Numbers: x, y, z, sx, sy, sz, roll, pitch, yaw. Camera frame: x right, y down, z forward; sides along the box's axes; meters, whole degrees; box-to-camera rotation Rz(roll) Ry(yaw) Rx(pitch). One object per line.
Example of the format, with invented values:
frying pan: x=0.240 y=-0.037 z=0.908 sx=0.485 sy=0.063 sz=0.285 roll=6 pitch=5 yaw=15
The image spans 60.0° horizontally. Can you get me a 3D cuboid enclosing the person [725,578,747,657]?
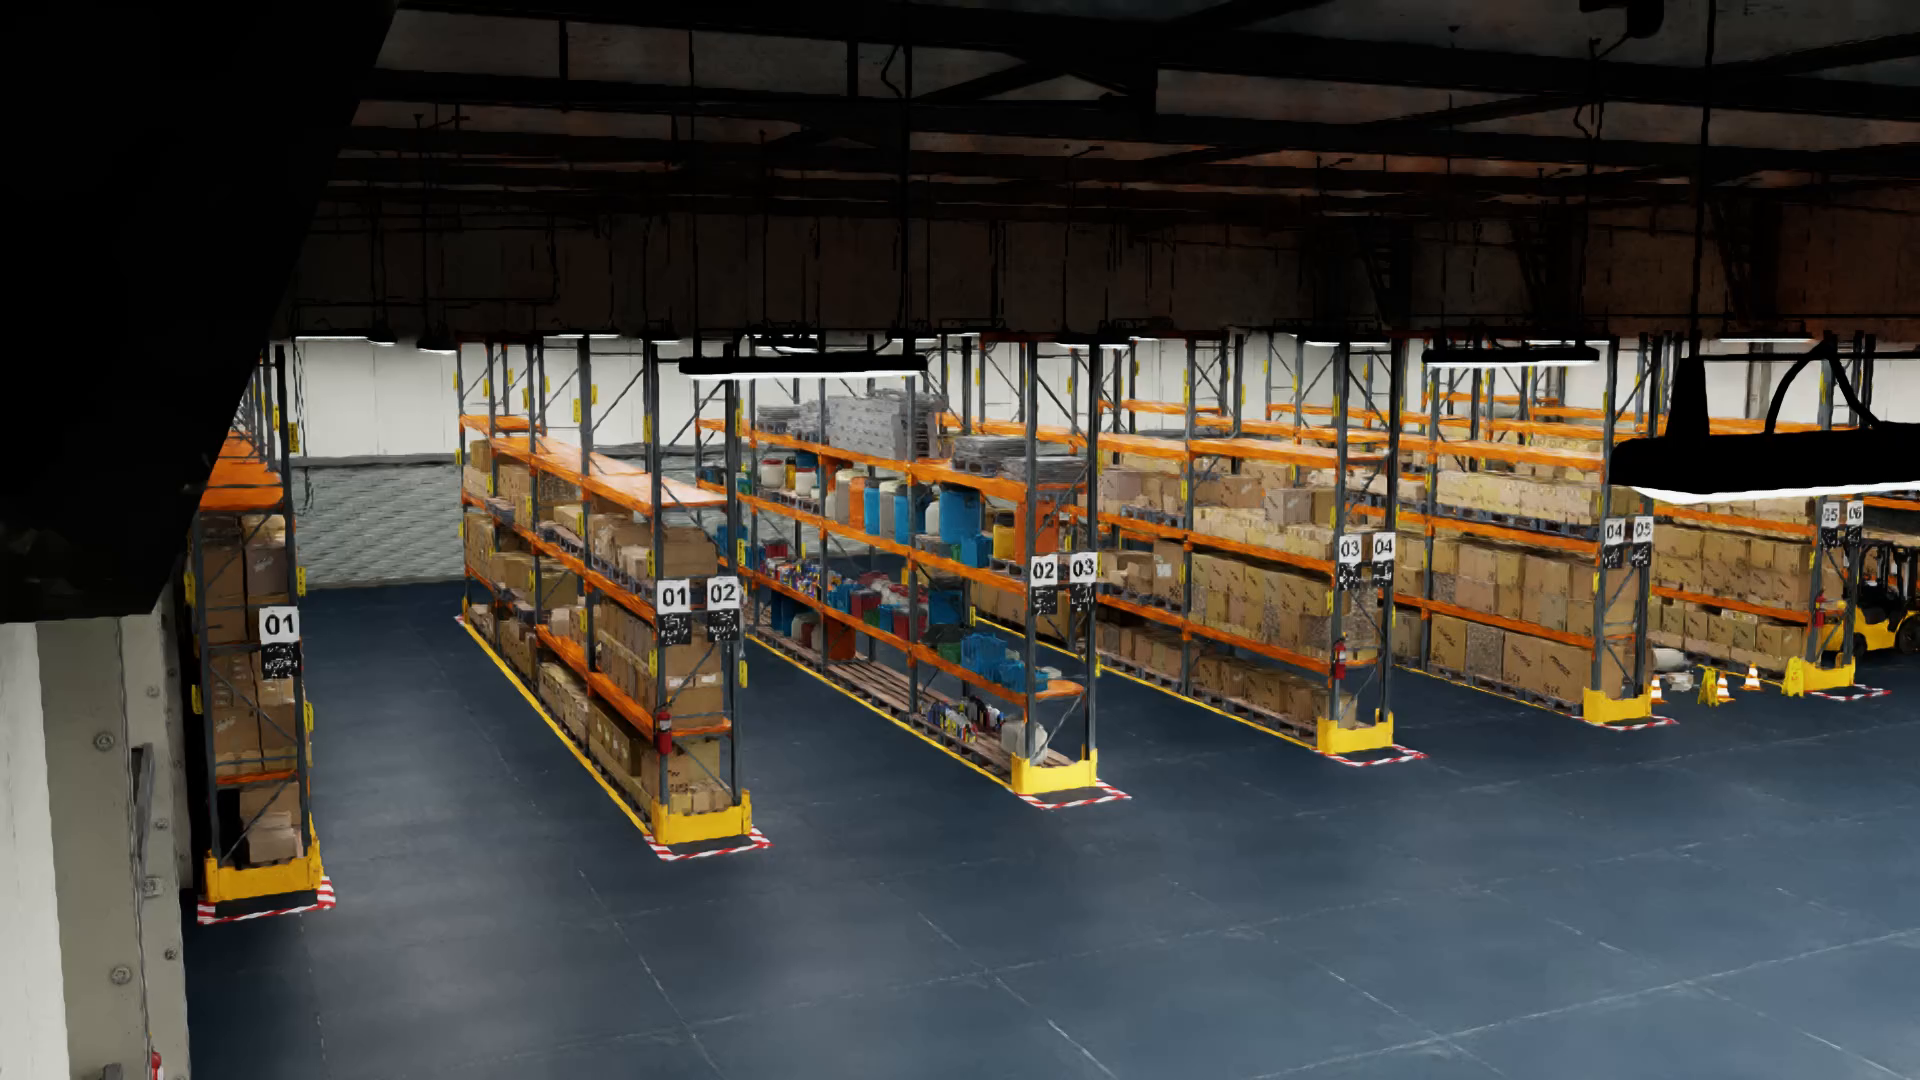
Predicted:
person: x=-4.230 y=1.385 z=31.114 sx=0.565 sy=1.535 sz=0.796 roll=-3 pitch=8 yaw=-18
